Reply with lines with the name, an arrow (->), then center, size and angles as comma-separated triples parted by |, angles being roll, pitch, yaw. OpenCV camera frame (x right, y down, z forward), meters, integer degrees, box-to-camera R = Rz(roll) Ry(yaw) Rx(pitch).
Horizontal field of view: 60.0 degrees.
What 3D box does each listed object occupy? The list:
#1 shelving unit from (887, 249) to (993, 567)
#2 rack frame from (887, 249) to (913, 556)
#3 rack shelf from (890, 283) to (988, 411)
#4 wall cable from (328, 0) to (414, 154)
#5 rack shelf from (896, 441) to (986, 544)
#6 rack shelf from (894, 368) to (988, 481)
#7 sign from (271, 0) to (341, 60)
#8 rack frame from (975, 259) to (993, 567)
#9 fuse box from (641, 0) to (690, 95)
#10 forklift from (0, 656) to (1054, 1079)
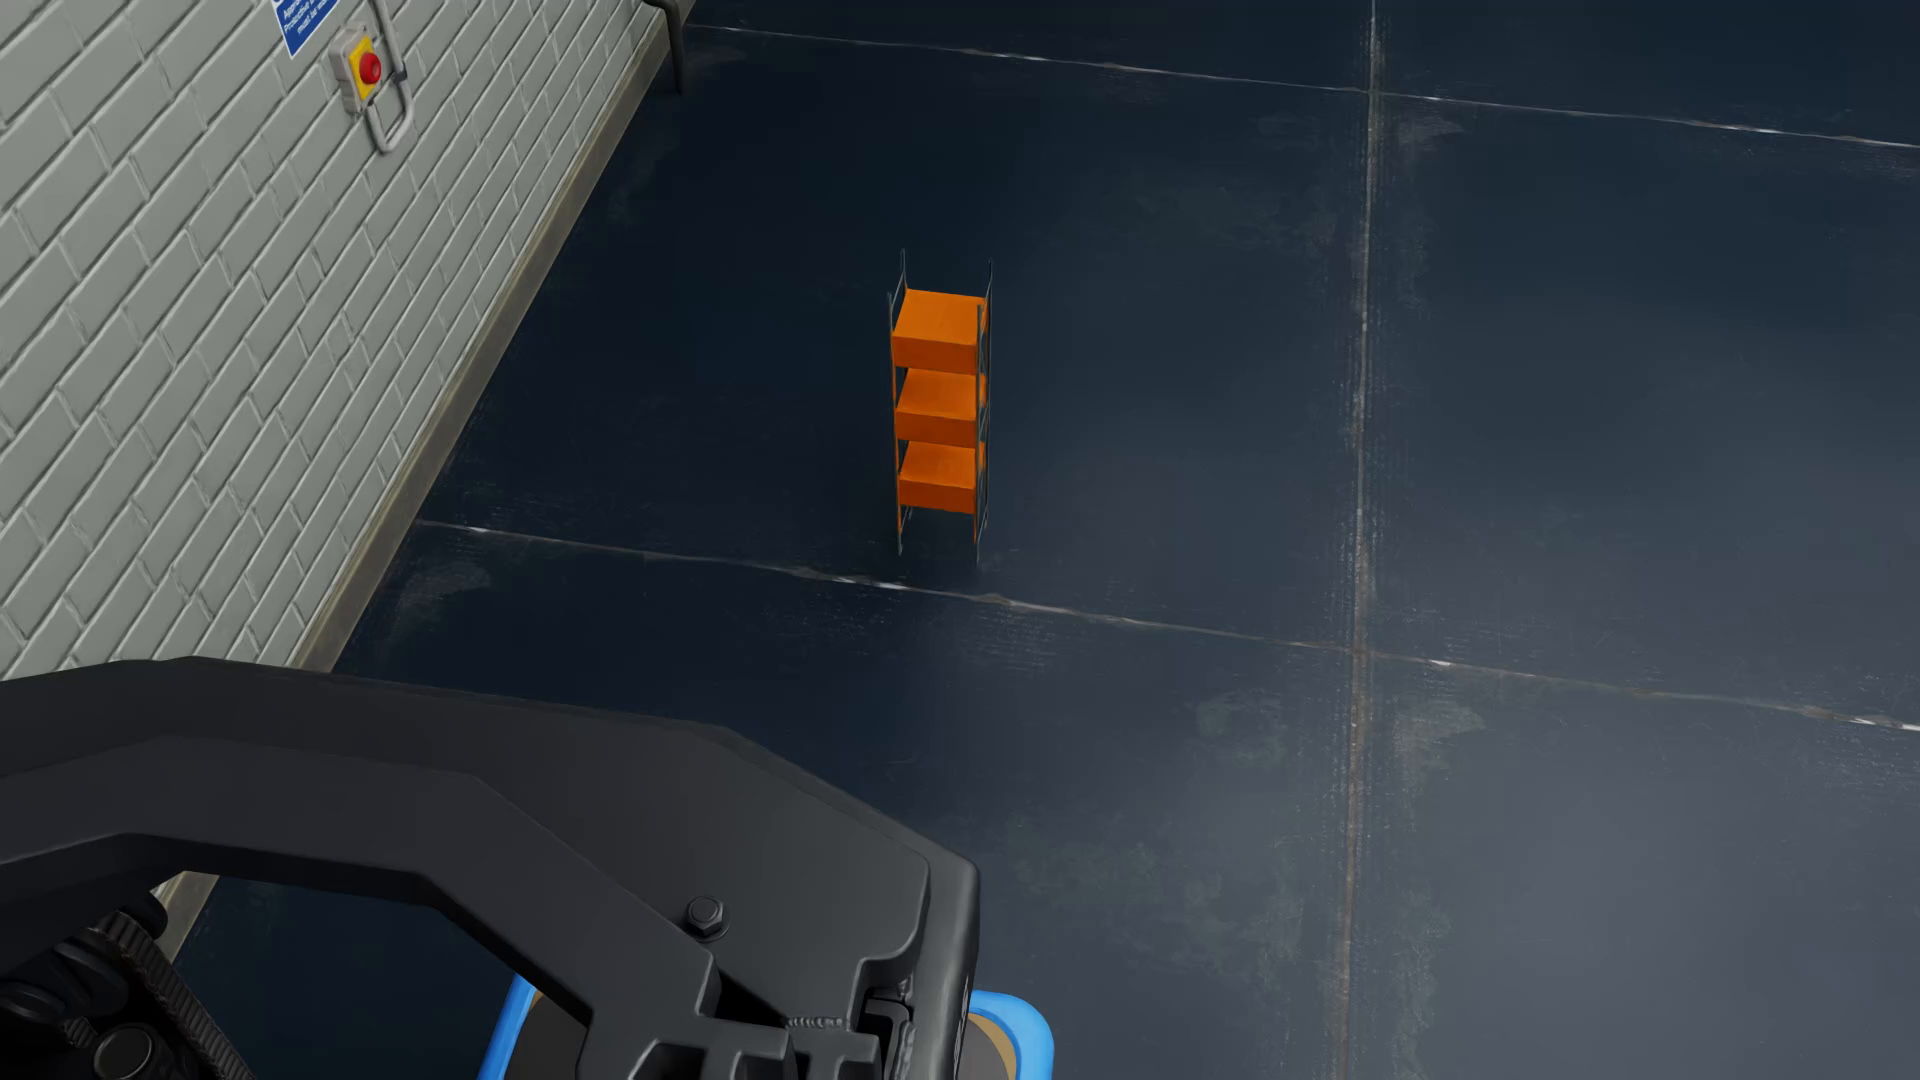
shelving unit -> -0.053, -0.358, 4.866 | 0.252, 1.050, 0.215 | 8, 49, 7
rack frame -> -0.173, -0.374, 4.880 | 0.008, 1.050, 0.200 | 8, 49, 7
rack shelf -> -0.053, -0.541, 4.663 | 0.240, 0.259, 0.215 | 8, 49, 7
wall cable -> -1.638, -1.722, 4.077 | 0.123, 1.953, 0.585 | 8, 49, 7
rack shelf -> -0.053, -0.165, 5.080 | 0.240, 0.259, 0.215 | 8, 49, 7
rack shelf -> -0.053, -0.351, 4.874 | 0.240, 0.259, 0.215 | 8, 49, 7
sign -> -1.706, -1.436, 4.342 | 0.001, 0.218, 0.327 | 8, 49, 7
rack frame -> 0.067, -0.342, 4.851 | 0.008, 1.050, 0.200 | 8, 49, 7
fuse box -> -1.120, -2.460, 6.310 | 0.414, 1.711, 0.539 | 8, 49, 7
forklift -> -0.554, 1.614, 1.829 | 1.130, 2.935, 3.031 | 7, 48, 6
